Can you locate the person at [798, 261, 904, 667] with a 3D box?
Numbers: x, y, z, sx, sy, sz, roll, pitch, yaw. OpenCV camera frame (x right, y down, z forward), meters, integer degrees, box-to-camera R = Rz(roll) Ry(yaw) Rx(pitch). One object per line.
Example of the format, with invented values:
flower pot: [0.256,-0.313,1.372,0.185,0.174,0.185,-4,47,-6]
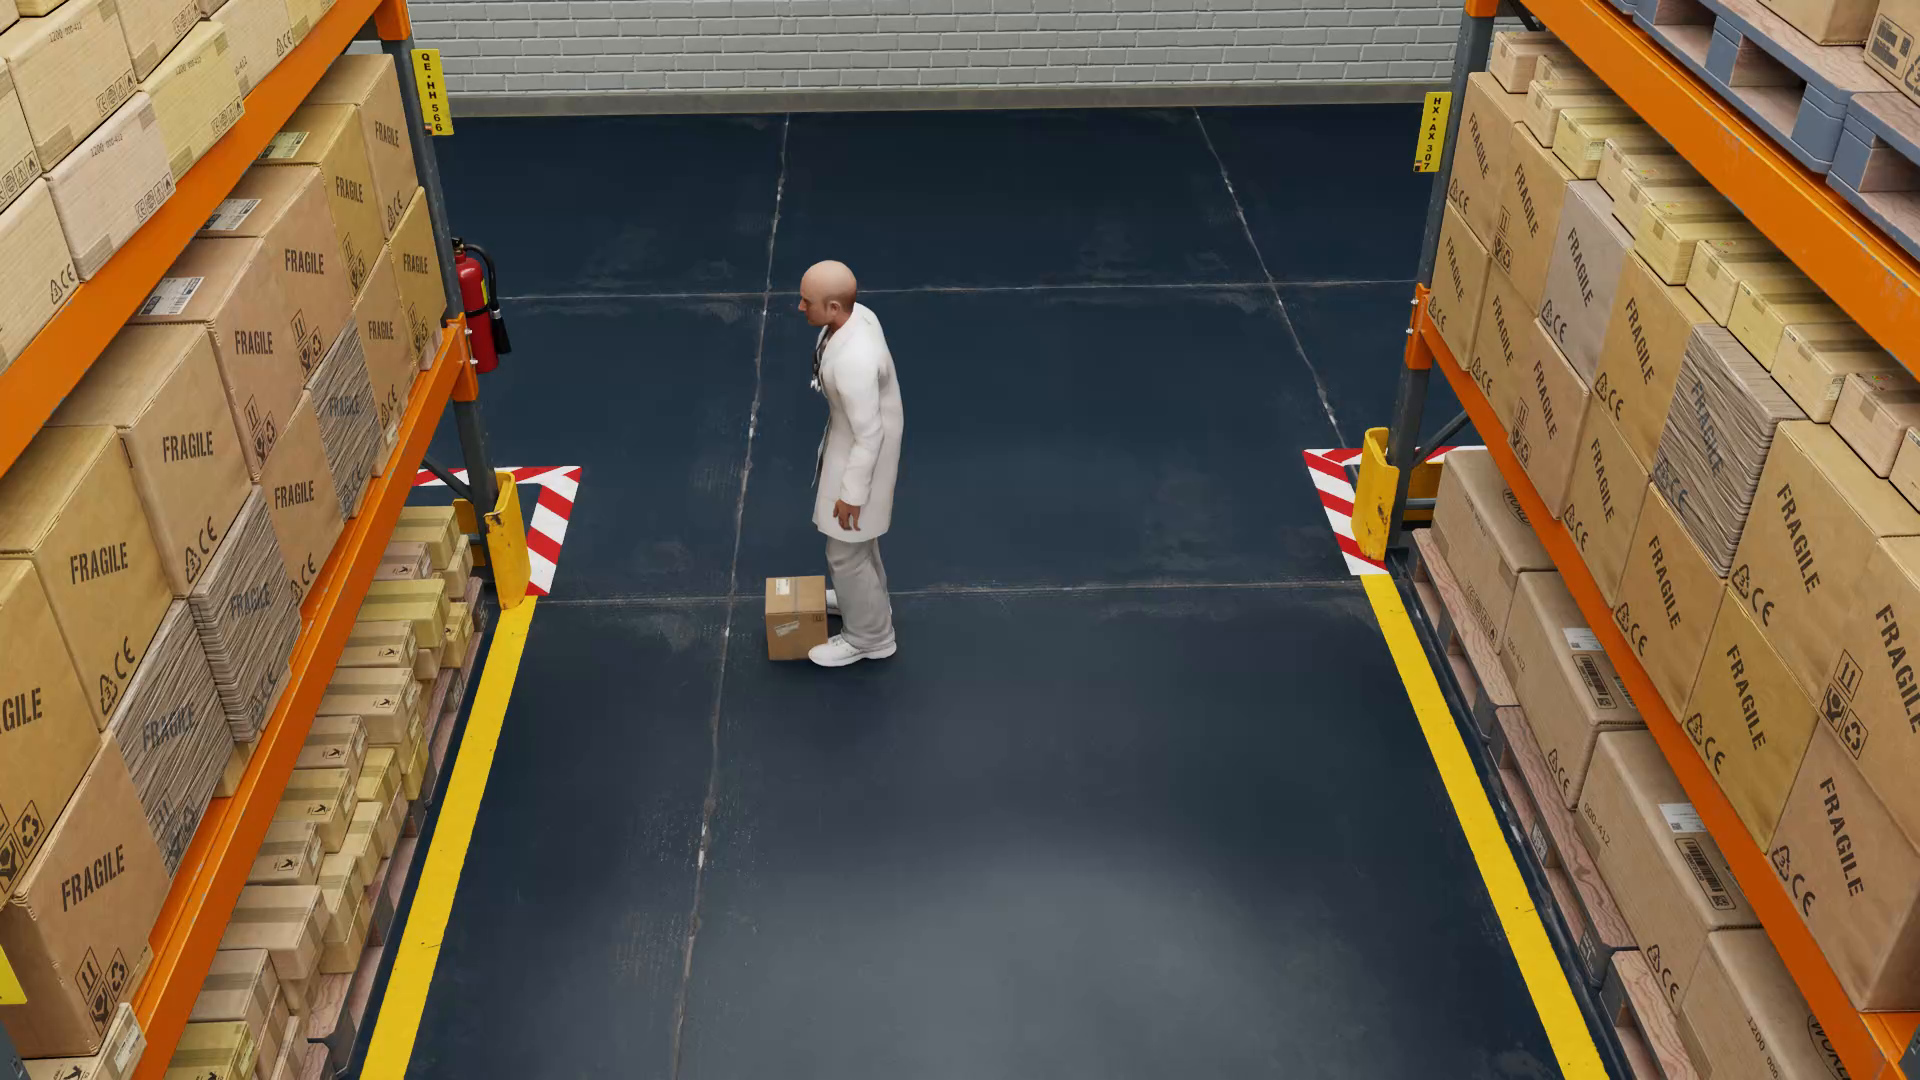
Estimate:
person: [-5.984,3.381,1.290,12.853,1.773,12.280,-4,35,-5]
